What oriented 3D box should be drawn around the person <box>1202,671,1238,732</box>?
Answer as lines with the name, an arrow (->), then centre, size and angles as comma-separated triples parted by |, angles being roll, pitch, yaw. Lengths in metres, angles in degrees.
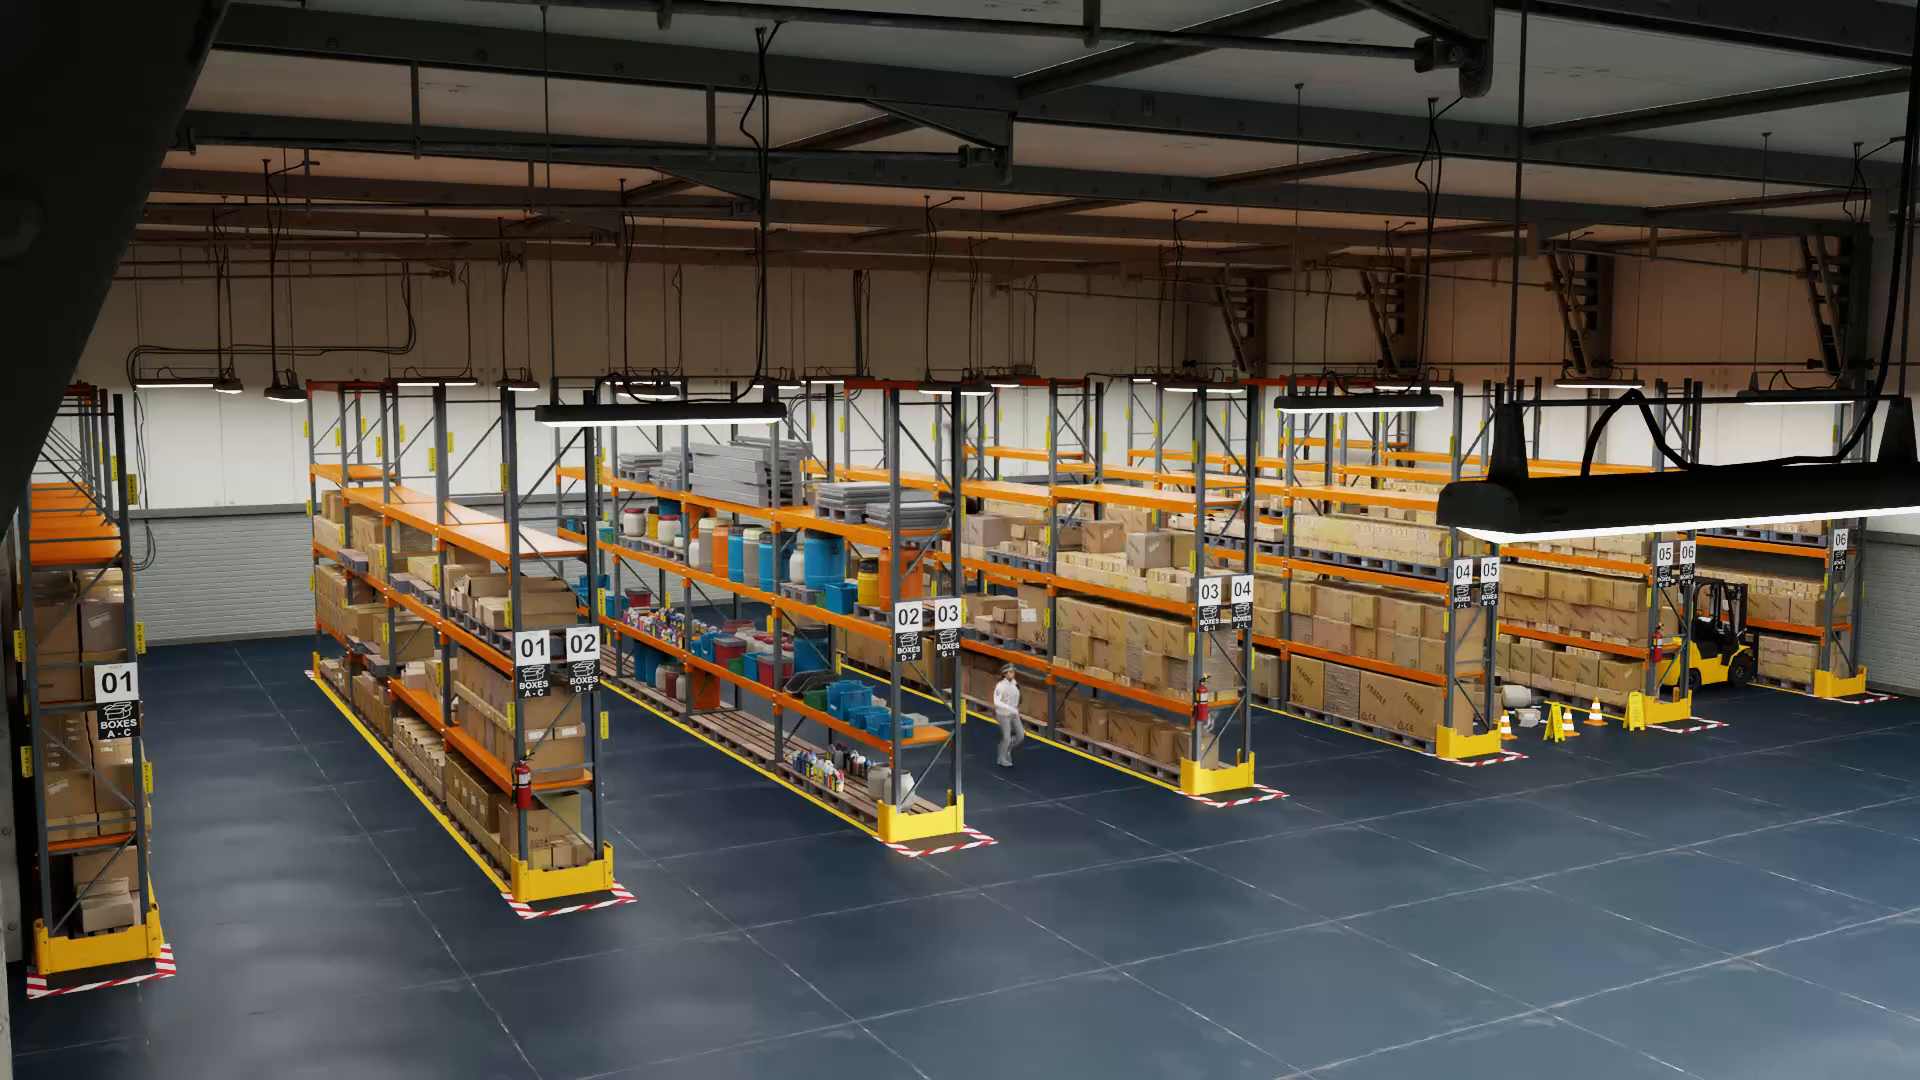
person -> 4.389, 2.549, 28.347 | 0.788, 1.524, 0.524 | 6, 8, 42

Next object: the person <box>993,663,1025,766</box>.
person -> 0.778, 2.736, 26.032 | 0.542, 1.657, 0.614 | 6, 8, 44
